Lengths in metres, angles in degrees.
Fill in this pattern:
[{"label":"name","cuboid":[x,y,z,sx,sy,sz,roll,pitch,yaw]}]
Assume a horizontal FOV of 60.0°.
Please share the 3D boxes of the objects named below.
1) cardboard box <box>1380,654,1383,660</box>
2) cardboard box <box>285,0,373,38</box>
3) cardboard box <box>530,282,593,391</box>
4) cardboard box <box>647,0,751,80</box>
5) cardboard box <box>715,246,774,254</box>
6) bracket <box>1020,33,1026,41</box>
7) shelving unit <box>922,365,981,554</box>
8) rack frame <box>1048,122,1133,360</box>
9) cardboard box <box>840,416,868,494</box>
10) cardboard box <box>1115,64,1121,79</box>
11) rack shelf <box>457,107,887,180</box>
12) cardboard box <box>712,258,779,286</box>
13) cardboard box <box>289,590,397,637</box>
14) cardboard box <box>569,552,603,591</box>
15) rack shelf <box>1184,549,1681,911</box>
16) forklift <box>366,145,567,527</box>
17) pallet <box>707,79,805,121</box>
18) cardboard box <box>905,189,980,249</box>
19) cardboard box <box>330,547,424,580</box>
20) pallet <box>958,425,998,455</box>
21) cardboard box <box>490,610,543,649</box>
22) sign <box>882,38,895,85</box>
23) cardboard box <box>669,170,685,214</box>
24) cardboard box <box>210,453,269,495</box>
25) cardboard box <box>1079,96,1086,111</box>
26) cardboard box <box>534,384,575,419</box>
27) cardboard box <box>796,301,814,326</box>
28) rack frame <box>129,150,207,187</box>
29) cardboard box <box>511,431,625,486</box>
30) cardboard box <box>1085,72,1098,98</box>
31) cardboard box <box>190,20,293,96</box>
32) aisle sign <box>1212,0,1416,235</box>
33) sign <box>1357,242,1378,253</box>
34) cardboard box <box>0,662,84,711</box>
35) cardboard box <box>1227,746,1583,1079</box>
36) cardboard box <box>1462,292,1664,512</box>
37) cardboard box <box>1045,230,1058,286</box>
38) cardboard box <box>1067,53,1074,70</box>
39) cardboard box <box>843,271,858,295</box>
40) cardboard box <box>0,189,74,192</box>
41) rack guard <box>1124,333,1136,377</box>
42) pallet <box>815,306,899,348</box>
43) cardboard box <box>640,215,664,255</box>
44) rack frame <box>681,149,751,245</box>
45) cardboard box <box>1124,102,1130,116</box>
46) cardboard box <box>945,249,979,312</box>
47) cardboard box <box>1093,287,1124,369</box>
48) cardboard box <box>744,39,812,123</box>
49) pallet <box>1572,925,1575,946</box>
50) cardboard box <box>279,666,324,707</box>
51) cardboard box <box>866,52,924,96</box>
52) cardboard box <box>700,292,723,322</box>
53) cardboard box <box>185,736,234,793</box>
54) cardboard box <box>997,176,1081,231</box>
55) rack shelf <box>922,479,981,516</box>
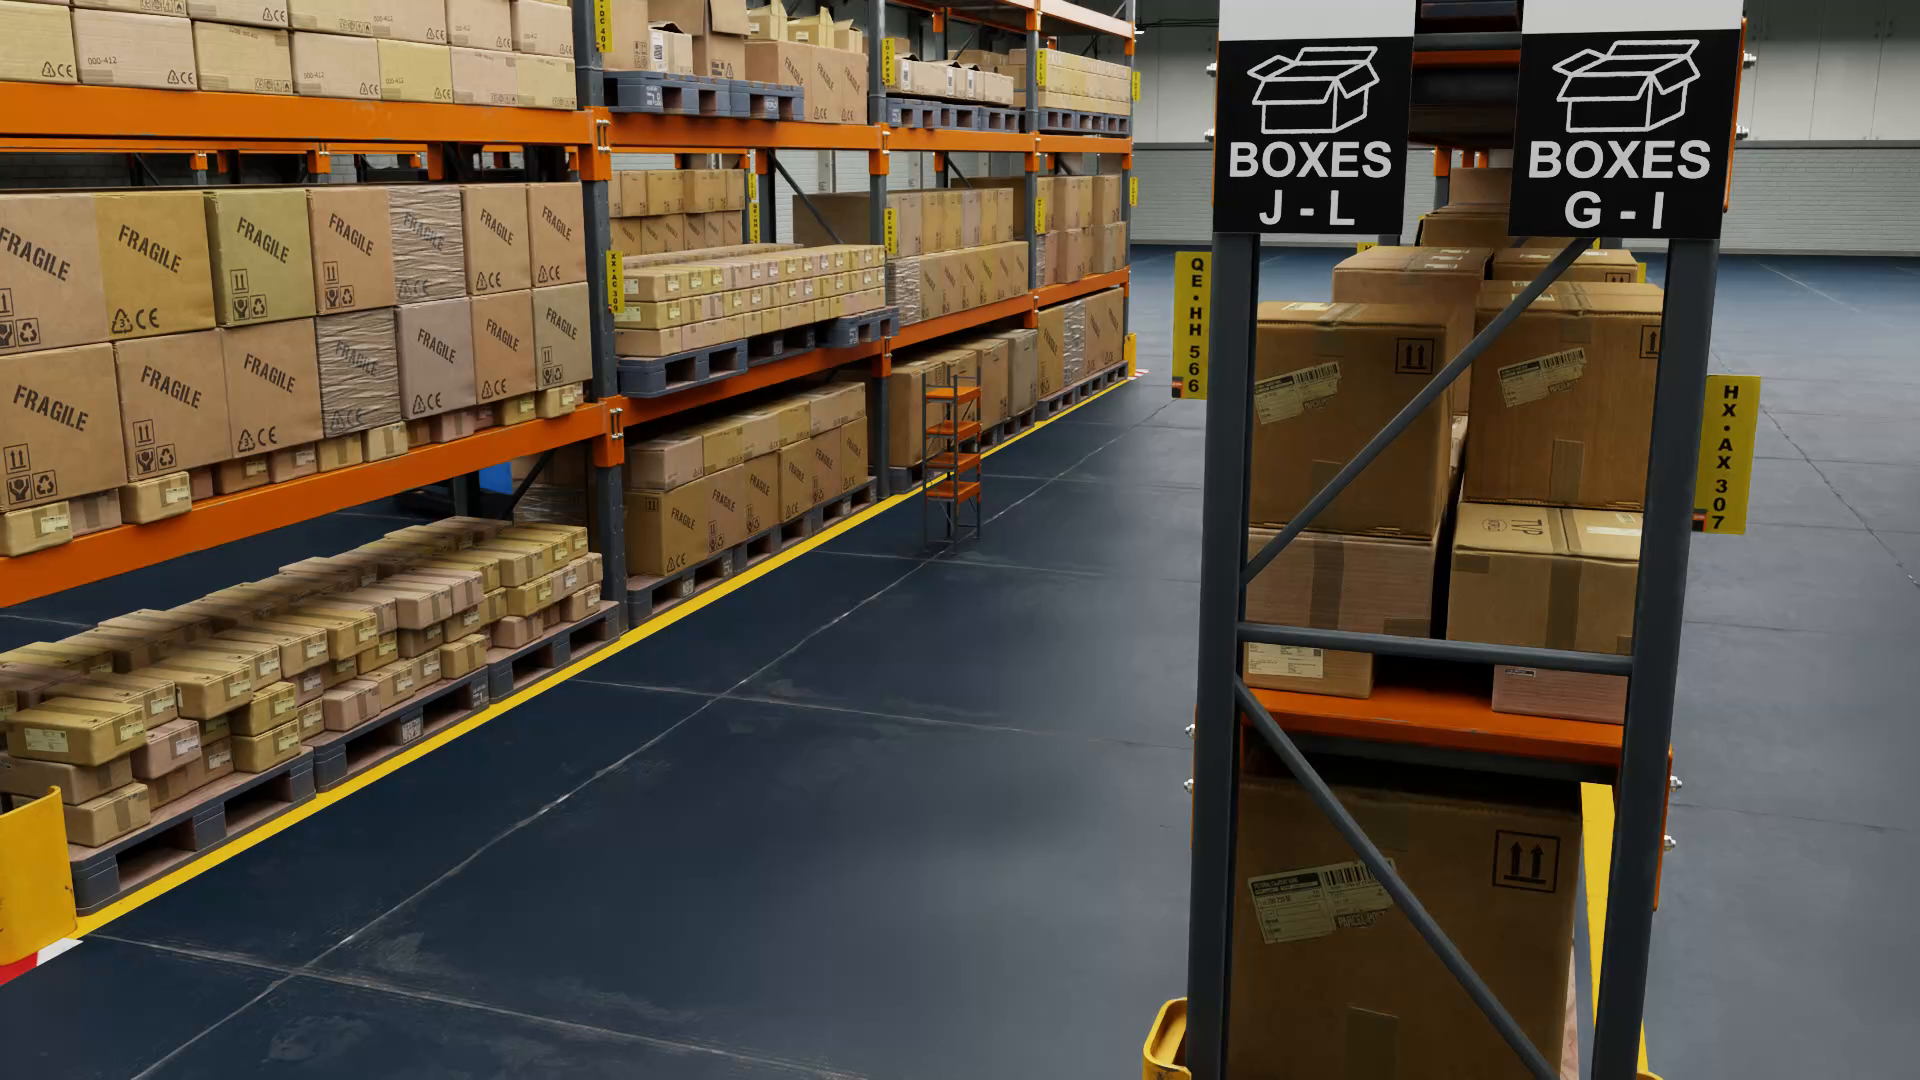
[{"label":"cardboard box","cuboid":[0.919,0.216,4.366,0.380,0.149,0.250,5,14,19]},{"label":"cardboard box","cuboid":[-2.734,-2.160,6.685,0.500,0.250,0.500,4,13,16]},{"label":"cardboard box","cuboid":[-2.222,-1.045,8.434,0.500,0.500,0.500,4,14,18]},{"label":"cardboard box","cuboid":[-1.709,-3.007,10.005,0.797,0.503,0.637,4,14,18]},{"label":"cardboard box","cuboid":[-1.540,-1.997,11.780,0.380,0.149,0.250,4,14,18]},{"label":"bracket","cuboid":[2.001,-15.667,51.819,0.235,0.232,0.430,4,14,18]},{"label":"shelving unit","cuboid":[-0.054,-0.550,11.202,0.258,1.200,0.503,4,14,18]},{"label":"rack frame","cuboid":[1.550,-3.500,20.083,1.000,3.000,0.127,4,14,18]},{"label":"cardboard box","cuboid":[-1.004,-0.645,12.245,0.500,0.500,0.500,4,14,18]},{"label":"cardboard box","cuboid":[1.597,-5.281,18.747,0.380,0.149,0.250,5,14,19]},{"label":"rack shelf","cuboid":[-1.686,-2.507,10.605,1.077,0.370,4.000,4,14,18]},{"label":"cardboard box","cuboid":[-1.353,-1.668,10.340,0.380,0.149,0.250,5,14,20]},{"label":"cardboard box","cuboid":[-2.738,0.339,7.386,0.380,0.149,0.250,4,14,19]},{"label":"cardboard box","cuboid":[-2.134,0.156,8.860,0.380,0.149,0.250,5,14,20]},{"label":"rack shelf","cuboid":[1.680,0.176,5.591,1.077,0.370,4.000,4,14,18]},{"label":"forklift","cuboid":[-3.624,-1.706,12.375,3.031,2.935,1.130,12,18,42]},{"label":"pallet","cuboid":[-1.700,-2.686,10.194,1.213,0.211,1.003,4,14,18]},{"label":"cardboard box","cuboid":[-0.228,-2.875,14.870,0.700,0.500,0.500,4,14,19]},{"label":"cardboard box","cuboid":[-2.884,0.146,8.233,0.380,0.149,0.250,4,13,17]},{"label":"pallet","cuboid":[-0.316,-0.873,14.839,1.003,0.211,1.213,4,14,18]},{"label":"cardboard box","cuboid":[-2.325,0.427,8.337,0.380,0.149,0.250,4,13,17]},{"label":"sign","cuboid":[-0.526,-3.491,12.139,0.100,0.325,0.005,4,14,18]},{"label":"cardboard box","cuboid":[-3.657,-4.078,19.472,0.700,0.500,0.500,4,14,18]},{"label":"cardboard box","cuboid":[-2.966,-0.283,6.551,0.380,0.149,0.250,4,14,18]},{"label":"cardboard box","cuboid":[1.105,-4.572,17.434,0.380,0.149,0.250,4,14,18]},{"label":"cardboard box","cuboid":[-2.184,-0.712,8.432,0.380,0.149,0.250,4,13,17]},{"label":"cardboard box","cuboid":[-1.183,-1.492,10.903,0.380,0.149,0.250,5,14,20]},{"label":"rack frame","cuboid":[-9.159,-3.350,19.424,1.000,3.000,0.127,4,14,18]},{"label":"cardboard box","cuboid":[-2.331,-0.500,9.928,0.500,0.250,0.500,4,13,17]},{"label":"cardboard box","cuboid":[1.166,-4.848,17.747,0.500,0.250,0.500,4,14,19]},{"label":"cardboard box","cuboid":[-2.911,-1.817,6.304,0.500,0.250,0.500,4,13,17]},{"label":"aisle sign","cuboid":[0.726,-1.027,3.405,0.394,0.787,0.004,4,14,18]},{"label":"sign","cuboid":[1.811,-1.158,7.398,0.100,0.325,0.005,4,14,18]},{"label":"cardboard box","cuboid":[-3.560,0.585,6.310,0.380,0.149,0.250,5,14,19]},{"label":"cardboard box","cuboid":[1.165,0.937,4.471,0.875,0.875,0.875,4,14,18]},{"label":"cardboard box","cuboid":[1.606,-0.378,4.385,0.500,0.500,0.500,4,13,17]},{"label":"cardboard box","cuboid":[0.520,-2.927,17.235,0.875,0.550,0.550,4,14,18]},{"label":"cardboard box","cuboid":[0.940,-4.853,16.873,0.380,0.149,0.250,4,13,17]},{"label":"cardboard box","cuboid":[-0.935,-1.795,11.562,0.380,0.149,0.250,5,14,20]},{"label":"cardboard box","cuboid":[-3.551,-1.034,6.136,0.500,0.500,0.500,4,13,16]},{"label":"rack guard","cuboid":[1.557,-2.287,20.384,1.175,0.500,0.348,4,14,18]},{"label":"pallet","cuboid":[-1.169,-1.565,12.034,1.213,0.211,1.003,4,14,18]},{"label":"cardboard box","cuboid":[-3.740,-3.472,19.065,0.500,0.500,0.500,4,14,18]},{"label":"rack frame","cuboid":[-3.167,-3.836,21.552,1.000,3.000,0.127,4,14,18]},{"label":"cardboard box","cuboid":[1.763,-4.999,19.306,0.380,0.149,0.250,4,14,18]},{"label":"cardboard box","cuboid":[-0.149,-2.258,14.415,0.500,0.500,0.500,4,14,18]},{"label":"cardboard box","cuboid":[1.393,-2.522,19.627,0.875,0.875,0.875,4,14,19]},{"label":"cardboard box","cuboid":[-1.298,-2.977,10.826,0.500,0.500,0.500,4,14,18]},{"label":"pallet","cuboid":[1.614,1.176,5.860,1.003,0.211,1.213,4,14,18]},{"label":"cardboard box","cuboid":[-2.896,0.596,6.929,0.380,0.149,0.250,4,13,16]},{"label":"cardboard box","cuboid":[-0.596,-3.625,12.920,0.500,0.311,0.500,4,14,18]},{"label":"cardboard box","cuboid":[-1.605,-1.360,9.658,0.380,0.149,0.250,5,14,20]},{"label":"cardboard box","cuboid":[-3.074,0.853,6.475,0.380,0.149,0.250,5,14,19]},{"label":"cardboard box","cuboid":[0.780,-3.561,17.585,0.875,0.550,0.550,4,14,18]},{"label":"rack shelf","cuboid":[-0.054,-0.291,11.261,0.258,0.148,0.480,4,14,18]}]
